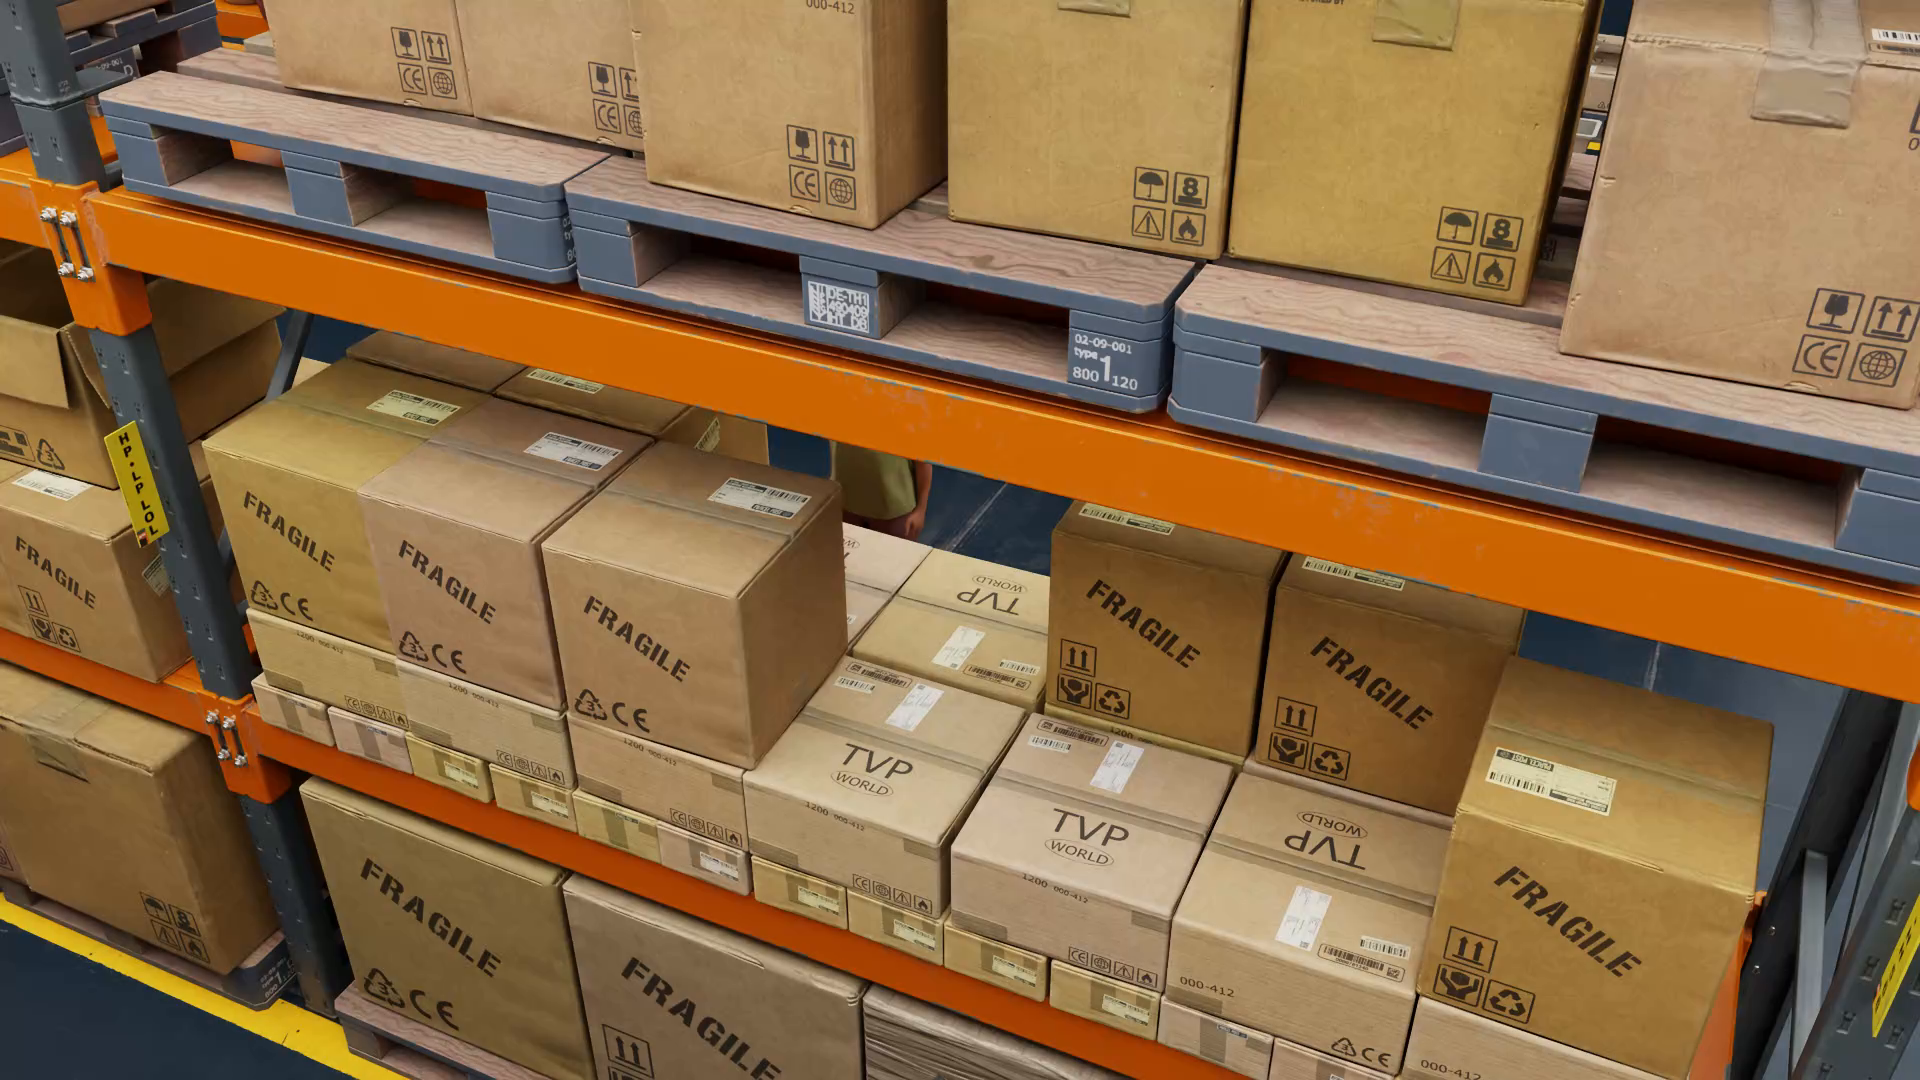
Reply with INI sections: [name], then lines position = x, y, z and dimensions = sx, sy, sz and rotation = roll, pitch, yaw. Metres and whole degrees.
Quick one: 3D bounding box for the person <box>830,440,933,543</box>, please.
[person]
position = -0.308, -0.152, 6.376
dimensions = 0.441, 1.670, 0.354
rotation = 15, 37, 21
